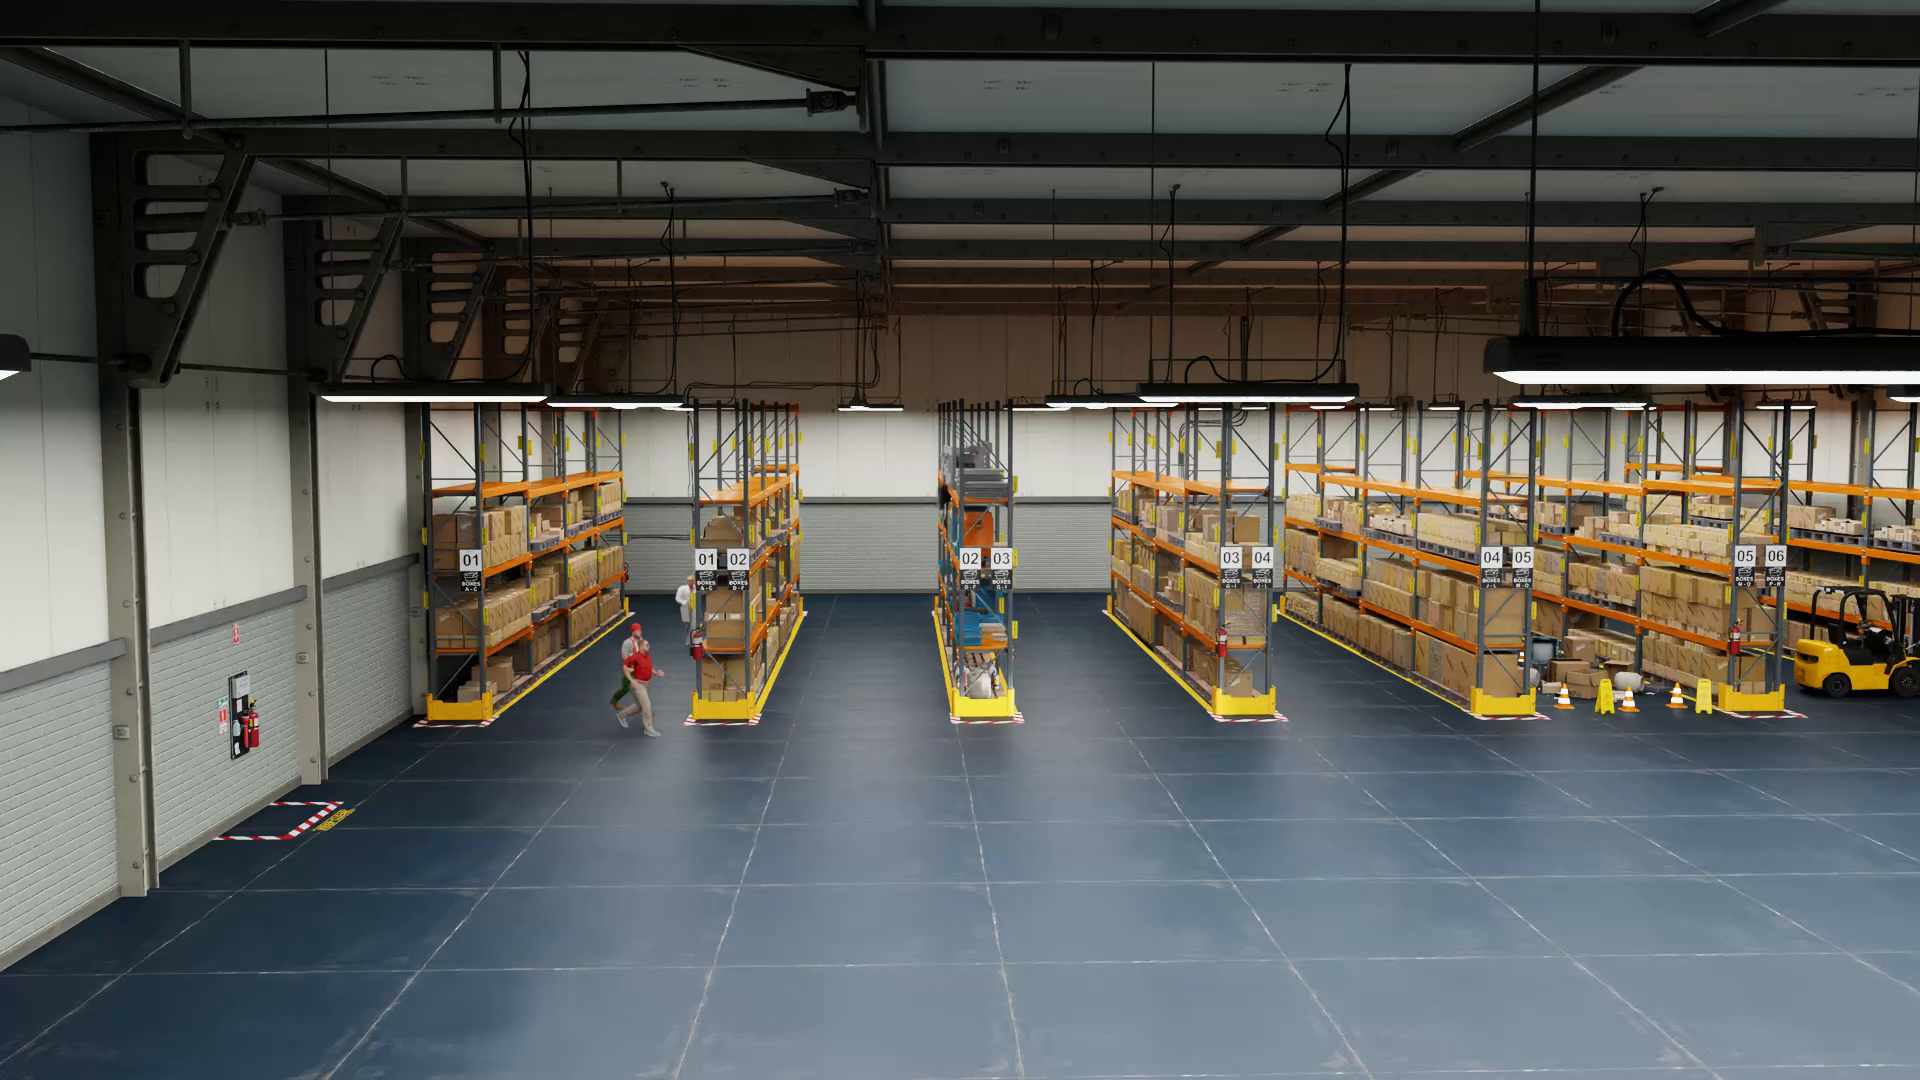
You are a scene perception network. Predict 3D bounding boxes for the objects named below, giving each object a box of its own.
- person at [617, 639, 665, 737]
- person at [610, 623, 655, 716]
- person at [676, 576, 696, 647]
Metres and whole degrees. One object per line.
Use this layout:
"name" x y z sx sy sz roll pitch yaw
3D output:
"person" -5.748 2.625 29.656 0.928 1.729 0.646 1 5 18
"person" -6.207 2.434 31.410 1.048 1.757 0.641 3 5 38
"person" -6.666 1.741 40.803 0.676 1.756 0.925 -2 5 -20
